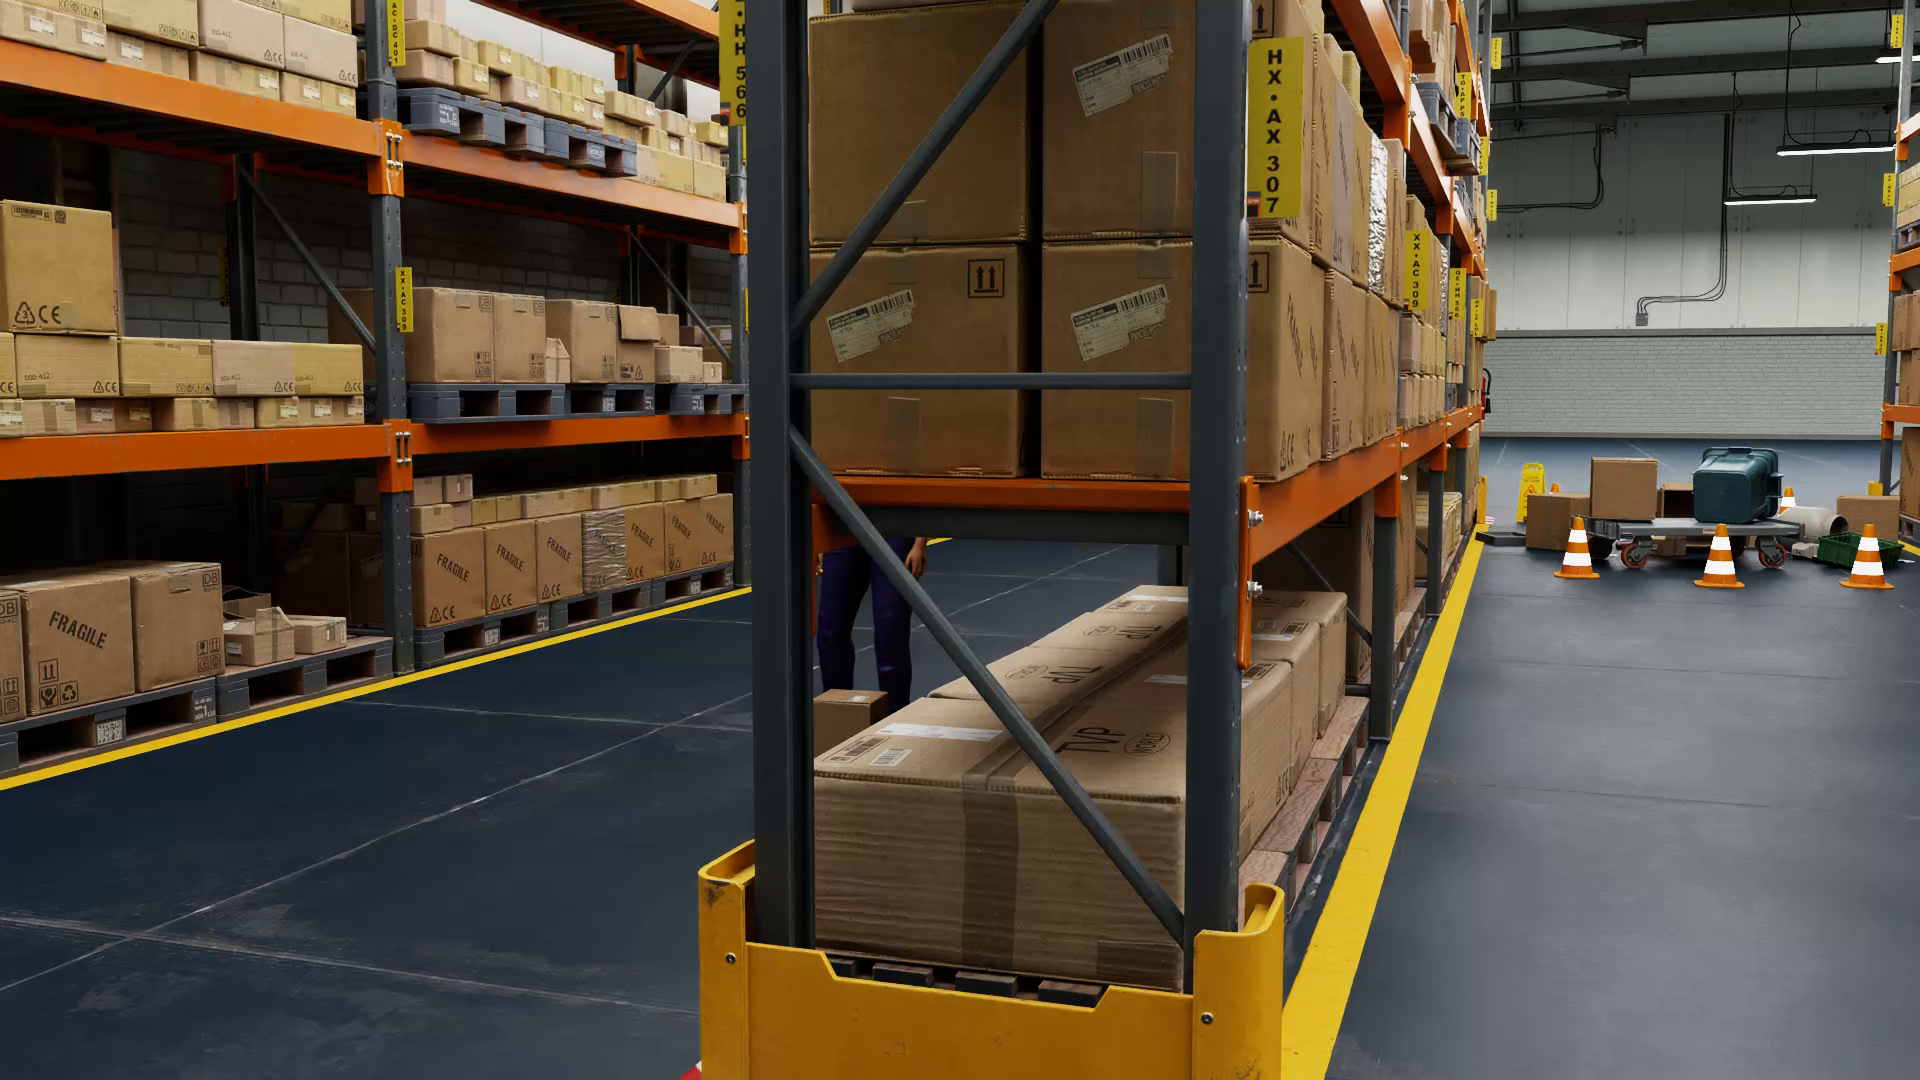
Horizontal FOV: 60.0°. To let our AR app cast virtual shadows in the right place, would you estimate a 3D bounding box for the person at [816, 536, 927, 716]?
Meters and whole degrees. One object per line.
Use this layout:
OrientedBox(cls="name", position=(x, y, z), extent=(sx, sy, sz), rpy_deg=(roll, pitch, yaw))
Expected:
OrientedBox(cls="person", position=(-0.383, 0.038, 6.877), extent=(0.537, 1.652, 0.415), rpy_deg=(2, 6, 19))
